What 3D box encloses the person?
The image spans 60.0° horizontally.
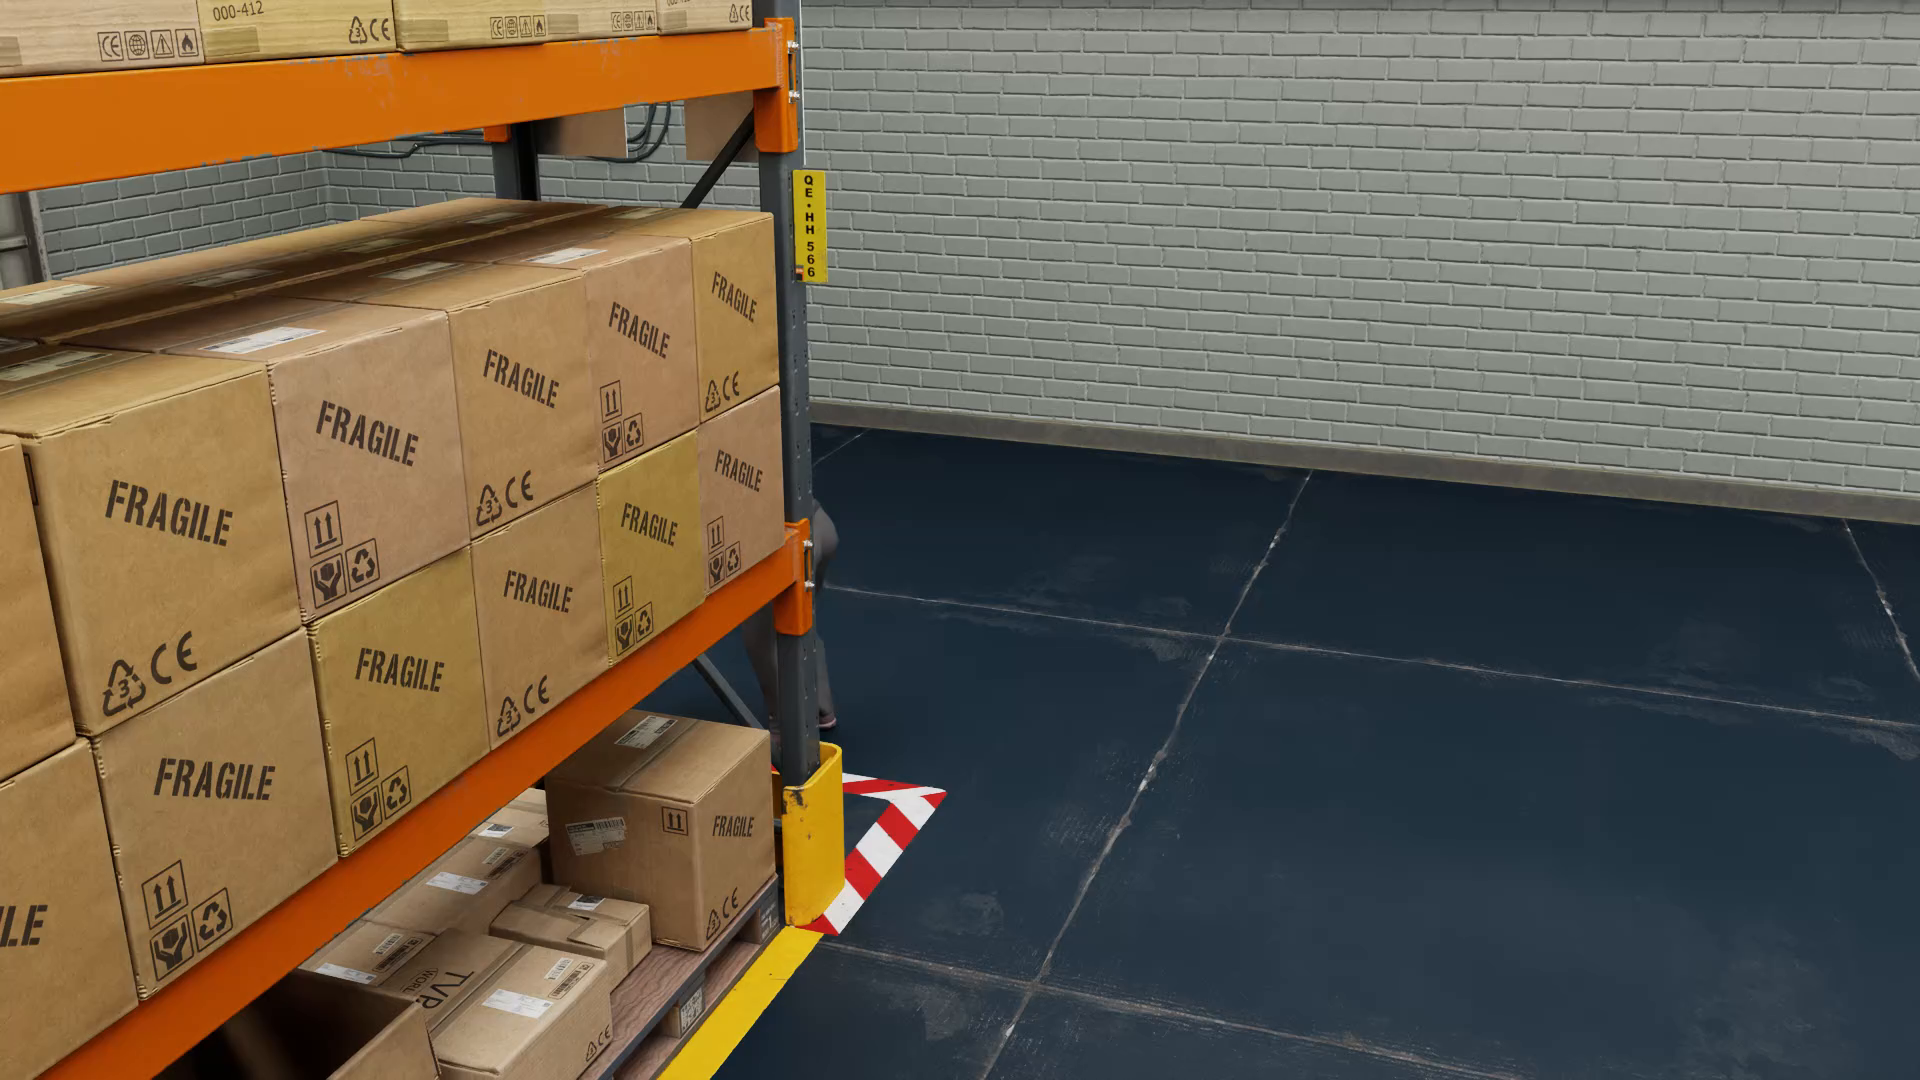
[{"bbox_3d":[-0.779,0.043,6.552,0.561,1.599,0.412,6,20,17],"label":"person"}]
